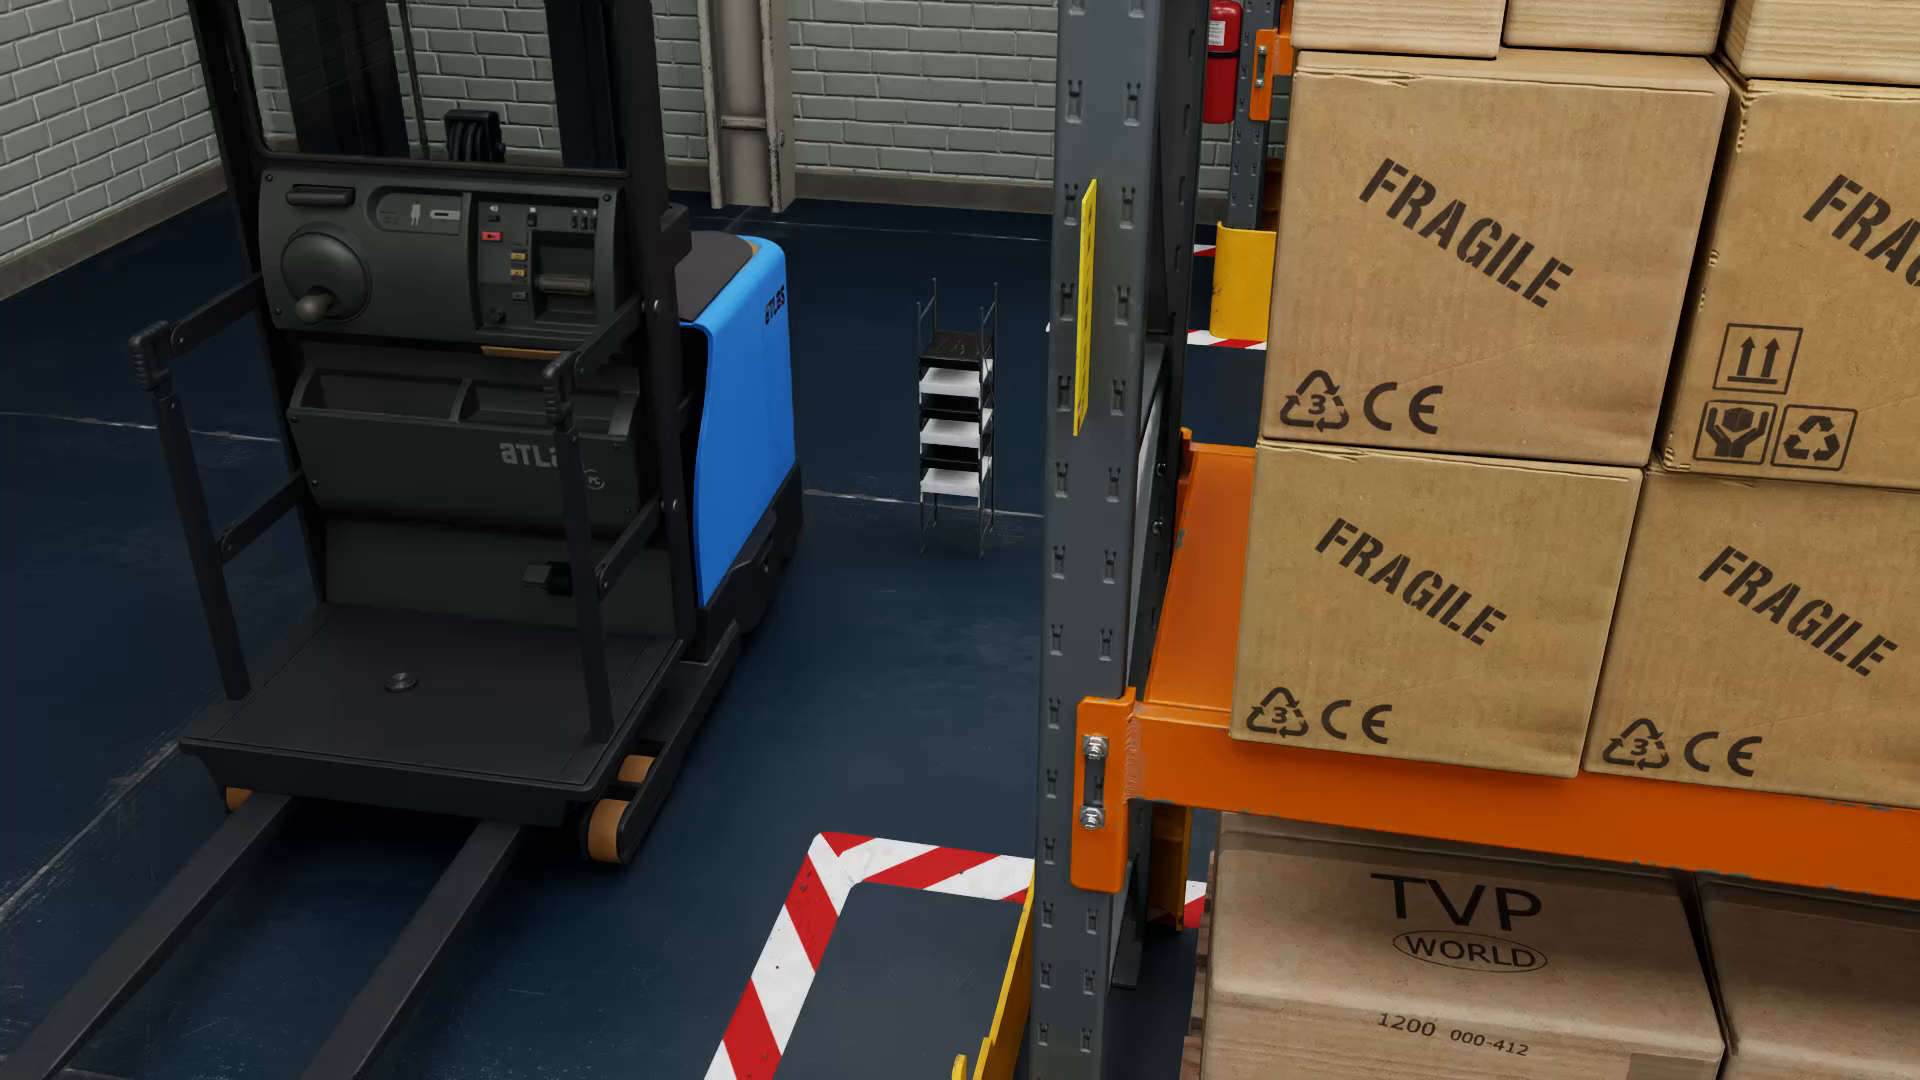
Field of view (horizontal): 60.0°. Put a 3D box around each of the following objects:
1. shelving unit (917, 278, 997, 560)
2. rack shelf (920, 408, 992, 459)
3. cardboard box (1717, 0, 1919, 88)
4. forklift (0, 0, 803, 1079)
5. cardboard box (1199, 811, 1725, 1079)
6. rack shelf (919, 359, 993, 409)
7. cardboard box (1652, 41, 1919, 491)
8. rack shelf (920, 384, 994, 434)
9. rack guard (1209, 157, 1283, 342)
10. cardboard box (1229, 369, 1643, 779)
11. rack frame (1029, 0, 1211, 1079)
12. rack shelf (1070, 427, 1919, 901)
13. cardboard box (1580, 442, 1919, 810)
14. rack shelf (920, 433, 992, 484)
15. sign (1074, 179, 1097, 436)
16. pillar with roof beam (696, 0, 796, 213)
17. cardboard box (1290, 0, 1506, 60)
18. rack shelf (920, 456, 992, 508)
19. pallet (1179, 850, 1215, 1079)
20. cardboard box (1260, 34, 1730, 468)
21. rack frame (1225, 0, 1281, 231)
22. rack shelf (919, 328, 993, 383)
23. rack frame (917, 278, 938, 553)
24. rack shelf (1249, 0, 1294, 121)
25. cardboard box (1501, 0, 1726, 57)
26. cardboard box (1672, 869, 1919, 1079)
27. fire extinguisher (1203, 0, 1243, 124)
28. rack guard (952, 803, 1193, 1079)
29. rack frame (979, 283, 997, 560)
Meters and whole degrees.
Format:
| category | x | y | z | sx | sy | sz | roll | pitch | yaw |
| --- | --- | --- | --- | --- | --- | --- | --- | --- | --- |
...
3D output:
| category | x | y | z | sx | sy | sz | roll | pitch | yaw |
| --- | --- | --- | --- | --- | --- | --- | --- | --- | --- |
| shelving unit | -0.008 | -0.396 | 5.535 | 0.210 | 0.900 | 0.258 | 6 | 29 | 11 |
| rack shelf | -0.008 | -0.366 | 5.551 | 0.200 | 0.077 | 0.258 | 6 | 29 | 11 |
| cardboard box | 1.078 | -0.678 | 2.044 | 0.250 | 0.149 | 0.380 | 7 | 29 | 12 |
| forklift | -1.318 | -0.652 | 3.889 | 1.130 | 2.935 | 3.031 | 5 | 29 | 9 |
| cardboard box | 0.953 | 0.809 | 3.379 | 0.875 | 0.438 | 0.875 | 5 | 29 | 9 |
| rack shelf | -0.008 | -0.524 | 5.465 | 0.200 | 0.077 | 0.258 | 6 | 29 | 11 |
| cardboard box | 1.204 | -0.401 | 2.214 | 0.500 | 0.500 | 0.500 | 5 | 29 | 9 |
| rack shelf | -0.008 | -0.445 | 5.508 | 0.200 | 0.077 | 0.258 | 6 | 29 | 11 |
| rack guard | 1.394 | -1.377 | 7.744 | 0.348 | 0.500 | 1.175 | 6 | 29 | 11 |
| cardboard box | 0.696 | -0.010 | 2.541 | 0.500 | 0.500 | 0.500 | 6 | 29 | 10 |
| rack frame | 0.287 | -0.149 | 2.899 | 0.127 | 3.000 | 1.000 | 6 | 29 | 11 |
| rack shelf | 2.243 | 0.367 | 2.706 | 4.000 | 0.370 | 1.077 | 6 | 29 | 11 |
| cardboard box | 1.197 | 0.027 | 2.472 | 0.500 | 0.500 | 0.500 | 5 | 29 | 10 |
| rack shelf | -0.008 | -0.287 | 5.595 | 0.200 | 0.077 | 0.258 | 6 | 29 | 11 |
| sign | 0.165 | -0.304 | 2.198 | 0.005 | 0.325 | 0.100 | 6 | 29 | 11 |
| pillar with roof beam | -2.028 | -3.784 | 3.292 | 0.400 | 9.000 | 9.100 | 6 | 29 | 11 |
| cardboard box | 0.576 | -0.751 | 2.177 | 0.250 | 0.149 | 0.380 | 6 | 29 | 12 |
| rack shelf | -0.008 | -0.208 | 5.638 | 0.200 | 0.077 | 0.258 | 6 | 29 | 11 |
| pallet | 1.085 | 1.117 | 3.490 | 1.213 | 0.211 | 1.003 | 6 | 29 | 11 |
| cardboard box | 0.697 | -0.450 | 2.303 | 0.500 | 0.500 | 0.500 | 5 | 29 | 9 |
| rack frame | 1.320 | -2.481 | 7.158 | 0.127 | 3.000 | 1.000 | 6 | 29 | 11 |
| rack shelf | -0.008 | -0.603 | 5.422 | 0.200 | 0.077 | 0.258 | 6 | 29 | 11 |
| rack frame | -0.107 | -0.406 | 5.554 | 0.006 | 0.900 | 0.240 | 6 | 29 | 11 |
| rack shelf | 3.276 | -1.965 | 6.964 | 4.000 | 0.370 | 1.077 | 6 | 29 | 11 |
| cardboard box | 0.847 | -0.758 | 2.190 | 0.250 | 0.149 | 0.380 | 7 | 29 | 12 |
| cardboard box | 1.850 | 0.897 | 3.218 | 0.875 | 0.438 | 0.875 | 7 | 29 | 12 |
| fire extinguisher | 1.079 | -2.081 | 6.897 | 0.183 | 0.674 | 0.296 | 6 | 29 | 11 |
| rack guard | 0.263 | 0.945 | 3.504 | 0.348 | 0.500 | 1.175 | 6 | 29 | 11 |
| rack frame | 0.091 | -0.385 | 5.517 | 0.006 | 0.900 | 0.240 | 6 | 29 | 11 |
